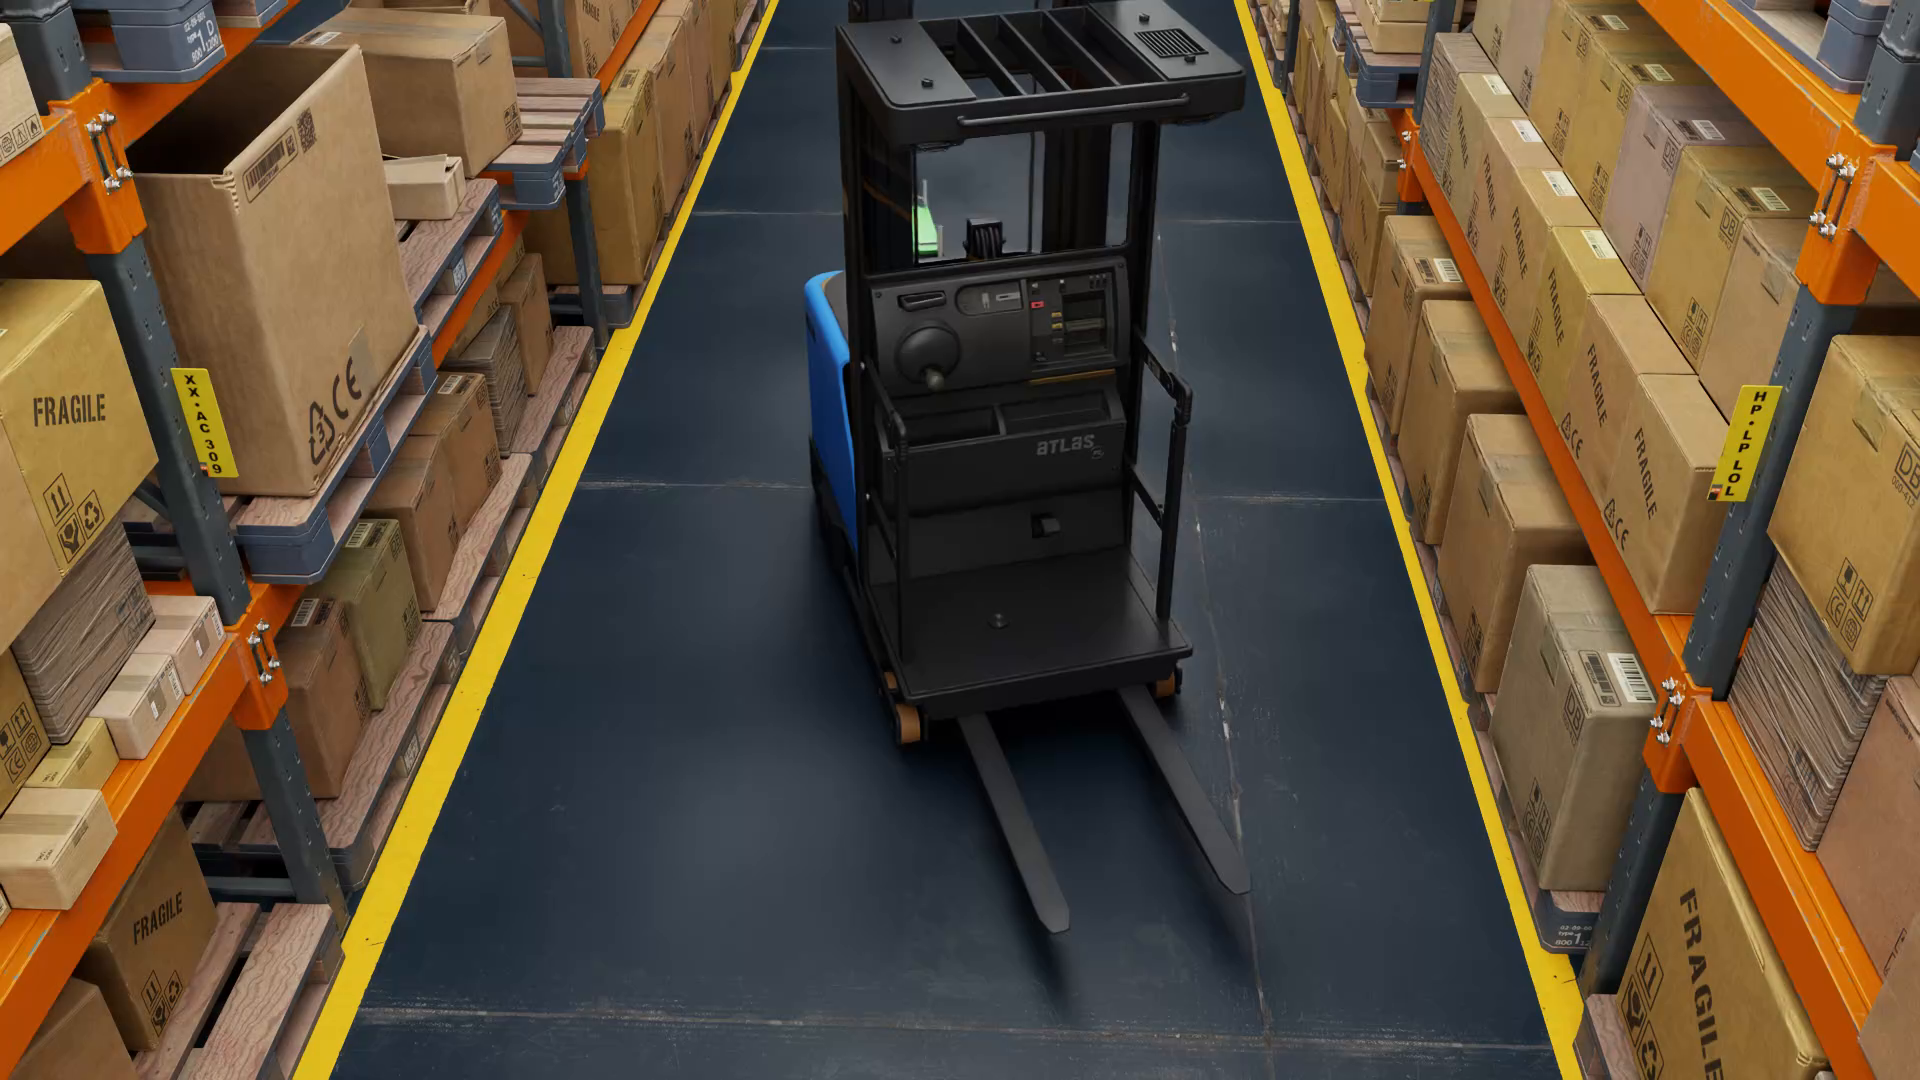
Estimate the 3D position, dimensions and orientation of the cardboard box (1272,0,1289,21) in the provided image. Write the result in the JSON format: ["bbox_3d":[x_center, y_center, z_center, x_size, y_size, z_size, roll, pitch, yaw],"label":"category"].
[{"bbox_3d":[2.461,-3.850,11.975,0.380,0.149,0.250,0,35,0],"label":"cardboard box"}]

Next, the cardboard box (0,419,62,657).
[{"bbox_3d":[-2.267,0.025,3.390,0.500,0.500,0.500,1,35,2],"label":"cardboard box"}]

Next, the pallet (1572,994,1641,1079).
[{"bbox_3d":[2.338,1.793,4.515,1.003,0.211,1.213,1,35,2],"label":"pallet"}]

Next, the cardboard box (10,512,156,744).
[{"bbox_3d":[-2.585,0.139,4.098,0.875,0.500,0.500,1,35,2],"label":"cardboard box"}]

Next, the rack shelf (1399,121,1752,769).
[{"bbox_3d":[2.527,-0.637,6.174,1.077,0.370,4.000,1,35,2],"label":"rack shelf"}]

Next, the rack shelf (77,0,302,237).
[{"bbox_3d":[-2.425,-2.037,5.557,1.077,0.370,4.000,1,35,2],"label":"rack shelf"}]

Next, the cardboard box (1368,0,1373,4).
[{"bbox_3d":[2.181,-2.719,8.105,0.380,0.149,0.250,3,35,4],"label":"cardboard box"}]

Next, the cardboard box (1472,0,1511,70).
[{"bbox_3d":[2.579,-2.273,6.919,0.700,0.500,0.500,1,35,2],"label":"cardboard box"}]

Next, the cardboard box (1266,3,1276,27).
[{"bbox_3d":[2.483,-3.918,12.331,0.380,0.149,0.250,0,35,0],"label":"cardboard box"}]

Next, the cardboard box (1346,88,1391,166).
[{"bbox_3d":[2.382,-2.226,8.965,0.500,0.250,0.500,2,35,3],"label":"cardboard box"}]

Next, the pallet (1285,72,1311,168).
[{"bbox_3d":[2.738,-2.791,11.037,1.003,0.211,1.213,1,35,2],"label":"pallet"}]

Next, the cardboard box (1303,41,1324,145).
[{"bbox_3d":[2.453,-2.806,10.442,0.500,0.500,0.500,3,35,4],"label":"cardboard box"}]

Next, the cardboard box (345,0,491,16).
[{"bbox_3d":[-2.327,-2.155,7.255,0.500,0.500,0.500,-3,35,-4],"label":"cardboard box"}]

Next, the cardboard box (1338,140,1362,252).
[{"bbox_3d":[2.397,-1.912,9.171,0.500,0.500,0.500,3,35,4],"label":"cardboard box"}]

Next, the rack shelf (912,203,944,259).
[{"bbox_3d":[-0.233,-1.320,7.362,0.258,0.148,0.480,-5,35,-7],"label":"rack shelf"}]

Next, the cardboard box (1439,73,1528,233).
[{"bbox_3d":[2.302,-1.578,6.799,0.500,0.500,0.500,1,35,1],"label":"cardboard box"}]

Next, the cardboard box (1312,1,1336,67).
[{"bbox_3d":[2.455,-3.110,10.224,0.500,0.250,0.500,2,35,3],"label":"cardboard box"}]

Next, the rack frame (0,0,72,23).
[{"bbox_3d":[-2.505,-2.410,2.853,1.000,3.000,0.127,1,35,2],"label":"rack frame"}]

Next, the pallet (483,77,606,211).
[{"bbox_3d":[-2.267,-1.763,7.317,1.213,0.211,1.003,1,35,2],"label":"pallet"}]

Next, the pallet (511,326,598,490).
[{"bbox_3d":[-2.378,-0.664,8.011,1.003,0.211,1.213,1,35,2],"label":"pallet"}]

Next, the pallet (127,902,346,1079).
[{"bbox_3d":[-2.497,1.572,4.829,1.003,0.211,1.213,1,35,2],"label":"pallet"}]

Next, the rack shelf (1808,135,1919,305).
[{"bbox_3d":[2.366,0.433,2.041,1.077,0.370,4.000,1,35,2],"label":"rack shelf"}]

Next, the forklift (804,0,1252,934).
[{"bbox_3d":[0.210,-0.692,5.686,1.130,2.935,3.031,-9,36,-12],"label":"forklift"}]

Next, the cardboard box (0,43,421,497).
[{"bbox_3d":[-2.334,-0.826,4.929,1.000,1.000,1.000,2,35,2],"label":"cardboard box"}]

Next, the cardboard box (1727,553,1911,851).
[{"bbox_3d":[2.444,0.368,3.987,0.875,0.550,0.550,1,35,2],"label":"cardboard box"}]

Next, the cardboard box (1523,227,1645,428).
[{"bbox_3d":[2.241,-0.710,5.565,0.500,0.500,0.500,2,35,2],"label":"cardboard box"}]

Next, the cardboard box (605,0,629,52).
[{"bbox_3d":[-2.035,-2.864,8.629,0.500,0.500,0.500,0,35,1],"label":"cardboard box"}]

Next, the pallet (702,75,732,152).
[{"bbox_3d":[-2.140,-2.966,11.286,1.003,0.211,1.213,1,35,2],"label":"pallet"}]

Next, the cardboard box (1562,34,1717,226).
[{"bbox_3d":[2.521,-1.394,5.668,0.700,0.500,0.500,1,35,1],"label":"cardboard box"}]

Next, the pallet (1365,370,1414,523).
[{"bbox_3d":[2.500,-0.489,7.762,1.003,0.211,1.213,1,35,2],"label":"pallet"}]

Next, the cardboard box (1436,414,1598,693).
[{"bbox_3d":[2.424,0.053,6.157,1.050,0.750,0.750,1,35,2],"label":"cardboard box"}]

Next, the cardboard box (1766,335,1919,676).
[{"bbox_3d":[2.397,-0.075,3.678,0.875,0.550,0.550,1,35,2],"label":"cardboard box"}]

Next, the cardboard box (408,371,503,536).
[{"bbox_3d":[-2.377,-0.380,6.974,0.700,0.500,0.500,4,35,6],"label":"cardboard box"}]

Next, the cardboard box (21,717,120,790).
[{"bbox_3d":[-2.310,0.563,4.058,0.380,0.149,0.250,1,35,2],"label":"cardboard box"}]

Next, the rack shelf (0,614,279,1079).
[{"bbox_3d":[-2.586,1.488,3.150,1.077,0.370,4.000,1,35,2],"label":"rack shelf"}]

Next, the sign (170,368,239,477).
[{"bbox_3d":[-1.963,-0.301,4.317,0.100,0.325,0.005,1,35,2],"label":"sign"}]

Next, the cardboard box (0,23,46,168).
[{"bbox_3d":[-2.263,-0.853,3.377,0.500,0.250,0.500,3,35,4],"label":"cardboard box"}]

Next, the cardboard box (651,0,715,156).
[{"bbox_3d":[-2.225,-2.973,10.353,1.225,0.875,0.875,0,35,0],"label":"cardboard box"}]

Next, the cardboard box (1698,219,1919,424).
[{"bbox_3d":[2.460,-0.518,4.422,0.700,0.500,0.500,1,35,1],"label":"cardboard box"}]

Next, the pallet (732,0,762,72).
[{"bbox_3d":[-2.075,-3.846,12.539,1.003,0.211,1.213,1,35,2],"label":"pallet"}]

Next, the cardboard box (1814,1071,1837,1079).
[{"bbox_3d":[2.319,1.792,3.573,0.875,0.875,0.875,2,35,2],"label":"cardboard box"}]

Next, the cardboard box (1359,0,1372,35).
[{"bbox_3d":[2.179,-2.587,8.175,0.380,0.149,0.250,1,35,2],"label":"cardboard box"}]

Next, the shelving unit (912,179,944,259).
[{"bbox_3d":[-0.233,-0.980,7.601,0.258,1.200,0.503,-5,35,-7],"label":"shelving unit"}]

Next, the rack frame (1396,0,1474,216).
[{"bbox_3d":[2.607,-2.081,7.602,1.000,3.000,0.127,1,35,2],"label":"rack frame"}]

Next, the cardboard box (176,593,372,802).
[{"bbox_3d":[-2.459,0.535,5.671,0.700,0.500,0.500,-1,35,-2],"label":"cardboard box"}]
